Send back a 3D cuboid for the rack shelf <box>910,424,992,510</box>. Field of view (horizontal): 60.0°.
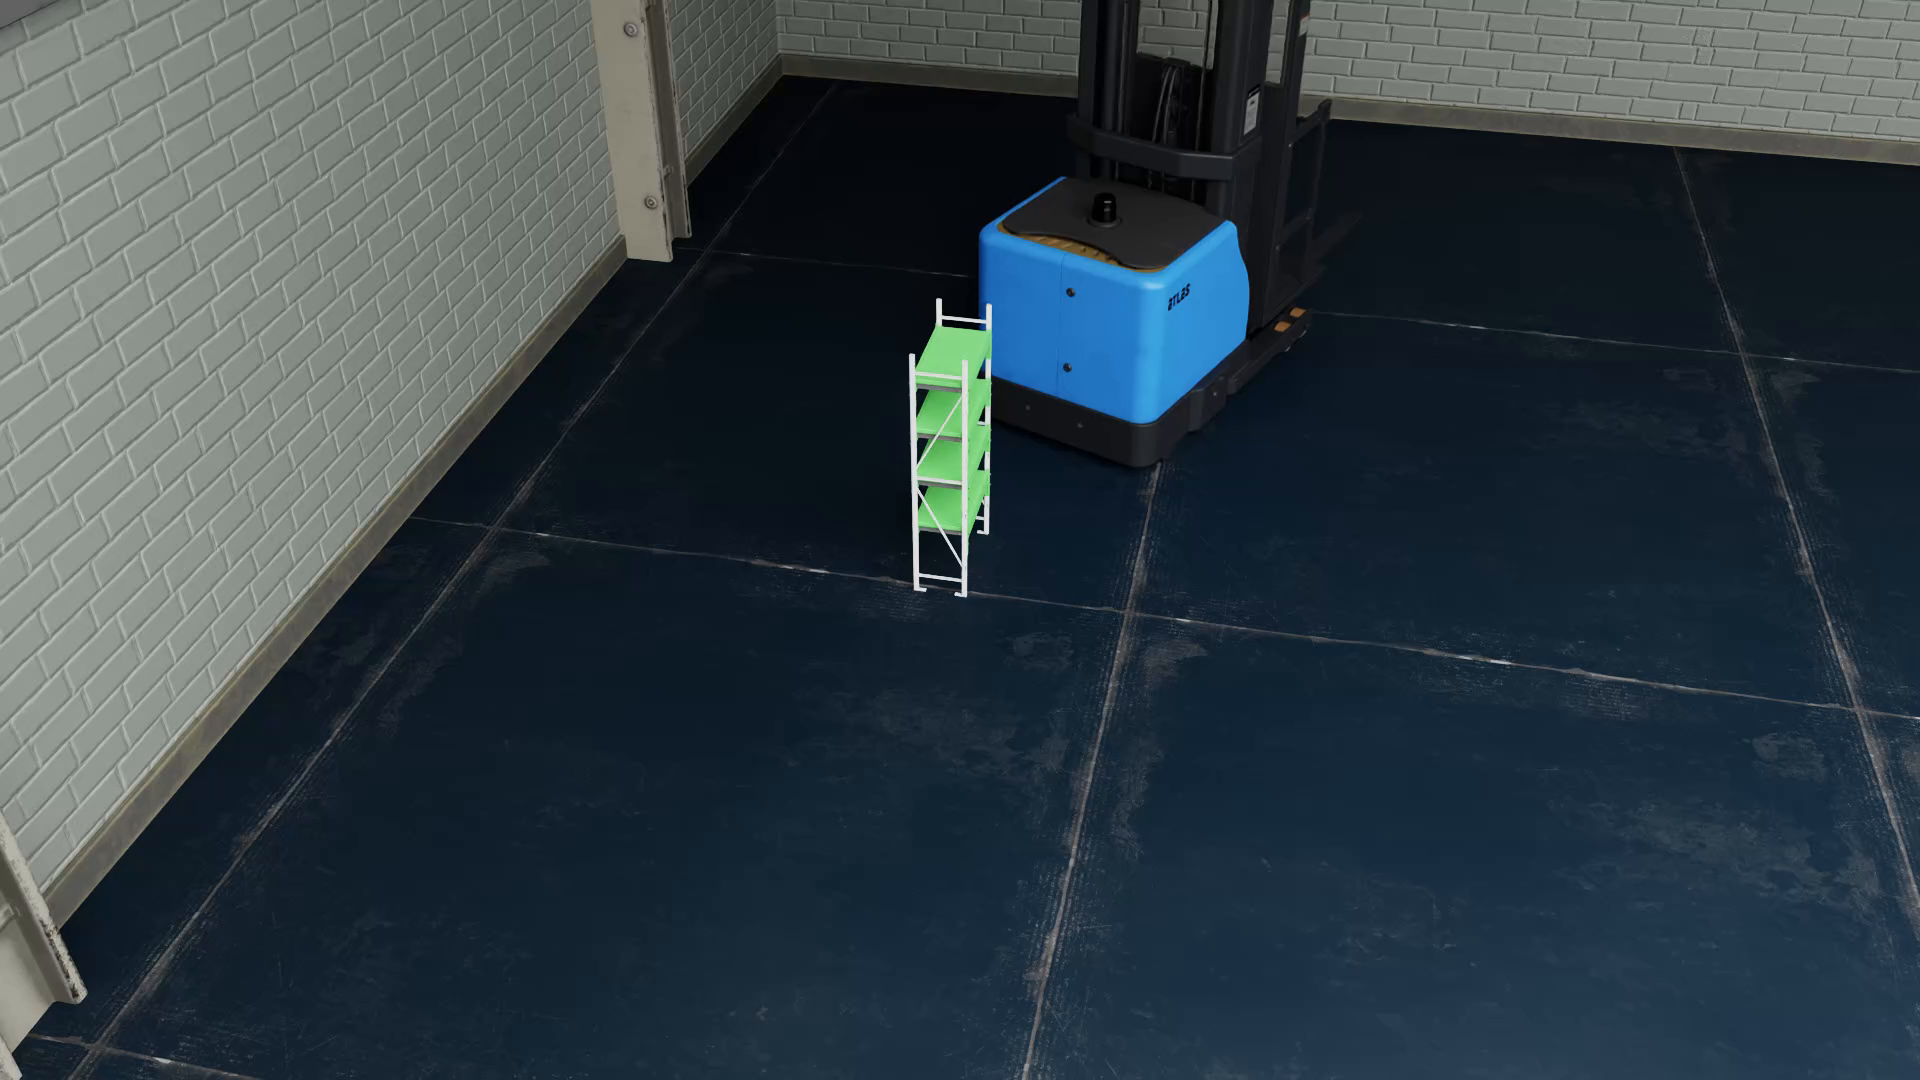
[{"bbox_3d":[-0.035,-0.339,7.304,0.258,0.148,0.480,7,37,10],"label":"rack shelf"}]

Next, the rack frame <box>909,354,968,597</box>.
[{"bbox_3d":[-0.087,-0.251,7.074,0.240,1.200,0.015,7,37,10],"label":"rack frame"}]

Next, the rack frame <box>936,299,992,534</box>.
[{"bbox_3d":[0.017,-0.531,7.460,0.240,1.200,0.015,7,37,10],"label":"rack frame"}]

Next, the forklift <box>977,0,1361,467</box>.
[{"bbox_3d":[1.317,-2.368,8.520,1.130,2.935,3.031,22,41,27],"label":"forklift"}]

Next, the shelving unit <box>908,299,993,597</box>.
[{"bbox_3d":[-0.035,-0.391,7.267,0.258,1.200,0.503,7,37,10],"label":"shelving unit"}]

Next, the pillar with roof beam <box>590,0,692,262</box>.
[{"bbox_3d":[2.341,-4.920,6.870,9.100,9.000,0.400,7,37,10],"label":"pillar with roof beam"}]

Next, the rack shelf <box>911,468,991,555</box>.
[{"bbox_3d":[-0.035,-0.145,7.445,0.258,0.148,0.480,7,37,10],"label":"rack shelf"}]

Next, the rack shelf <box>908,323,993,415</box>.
[{"bbox_3d":[-0.035,-0.728,7.023,0.258,0.148,0.480,7,37,10],"label":"rack shelf"}]

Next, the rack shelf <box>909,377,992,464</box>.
[{"bbox_3d":[-0.035,-0.534,7.164,0.258,0.148,0.480,7,37,10],"label":"rack shelf"}]
